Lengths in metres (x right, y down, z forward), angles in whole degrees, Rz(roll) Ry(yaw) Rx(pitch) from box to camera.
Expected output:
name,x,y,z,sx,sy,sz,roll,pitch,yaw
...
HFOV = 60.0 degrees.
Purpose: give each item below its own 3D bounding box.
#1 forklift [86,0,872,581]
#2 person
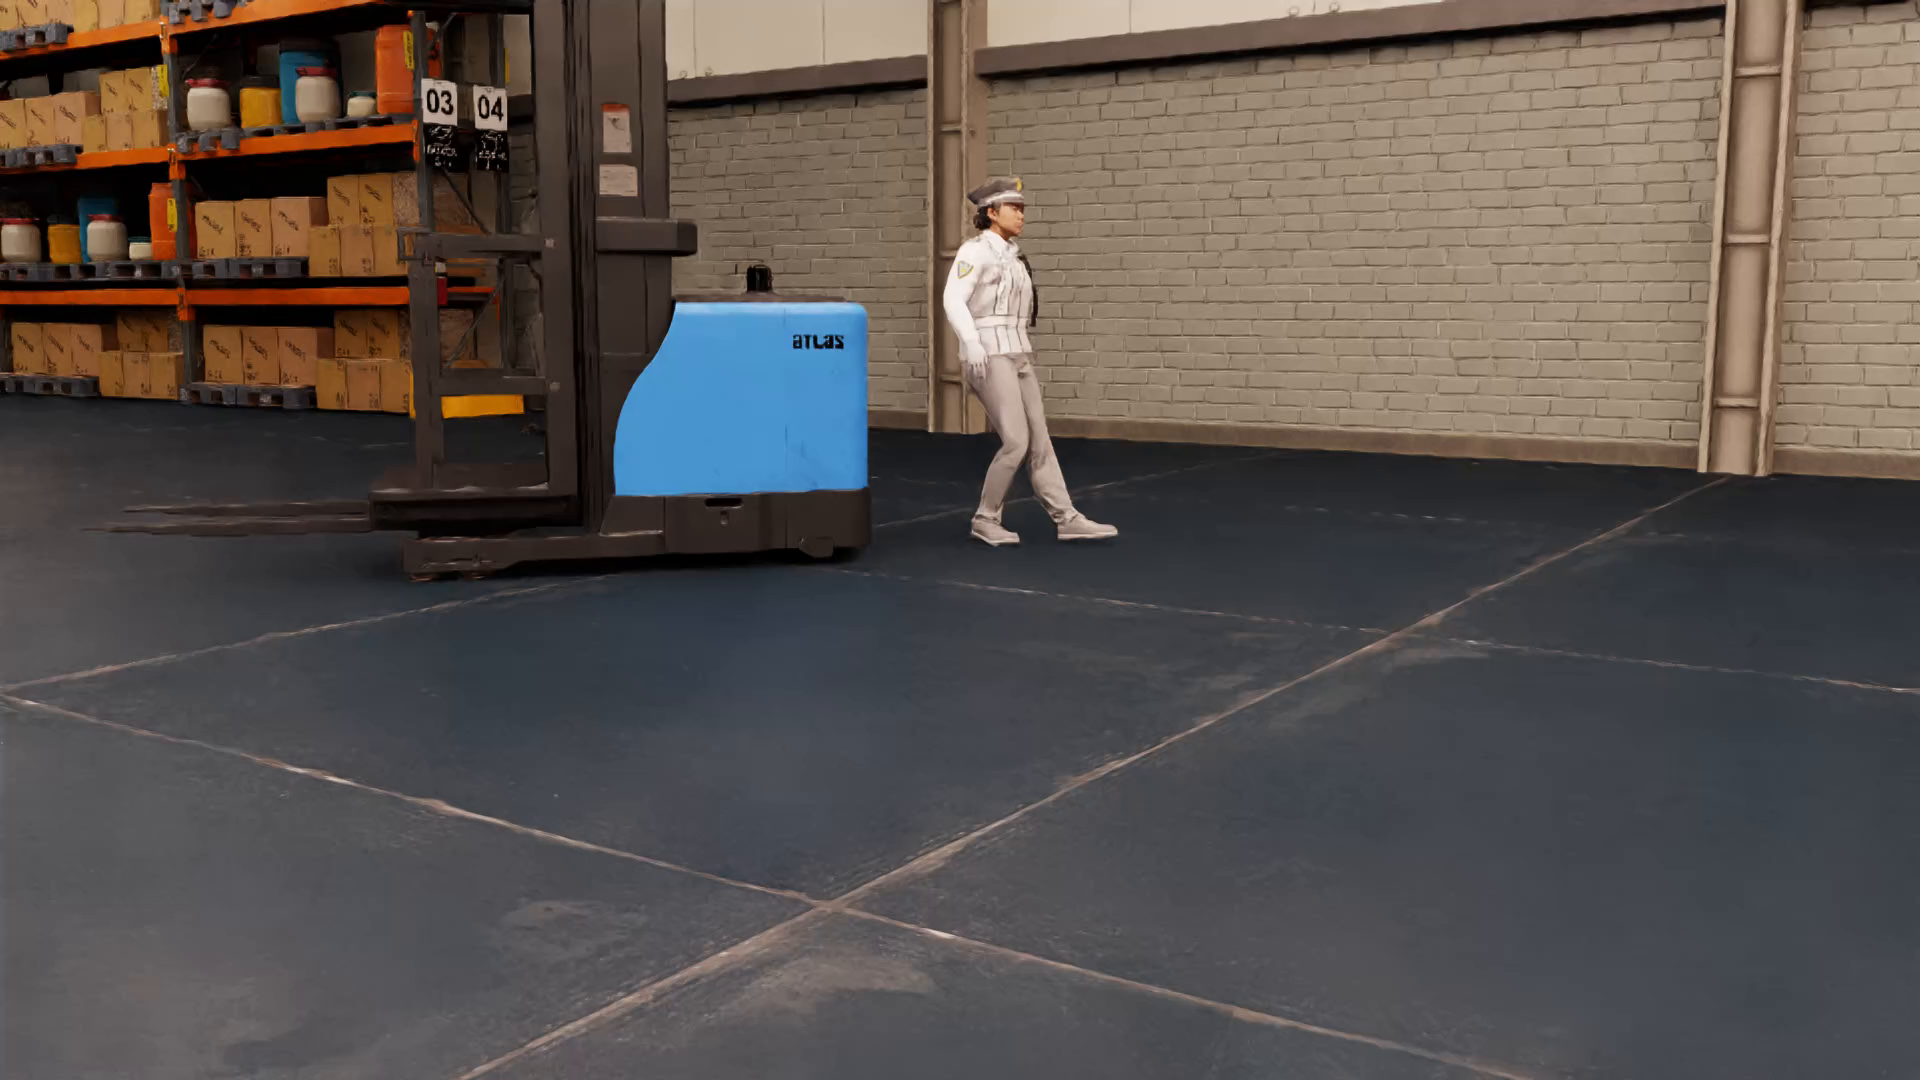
name,x,y,z,sx,sy,sz,roll,pitch,yaw
forklift,-1.945,-1.373,6.847,3.031,2.935,1.130,-2,8,-15
person,0.328,-0.794,7.404,0.753,1.636,0.754,4,9,26
